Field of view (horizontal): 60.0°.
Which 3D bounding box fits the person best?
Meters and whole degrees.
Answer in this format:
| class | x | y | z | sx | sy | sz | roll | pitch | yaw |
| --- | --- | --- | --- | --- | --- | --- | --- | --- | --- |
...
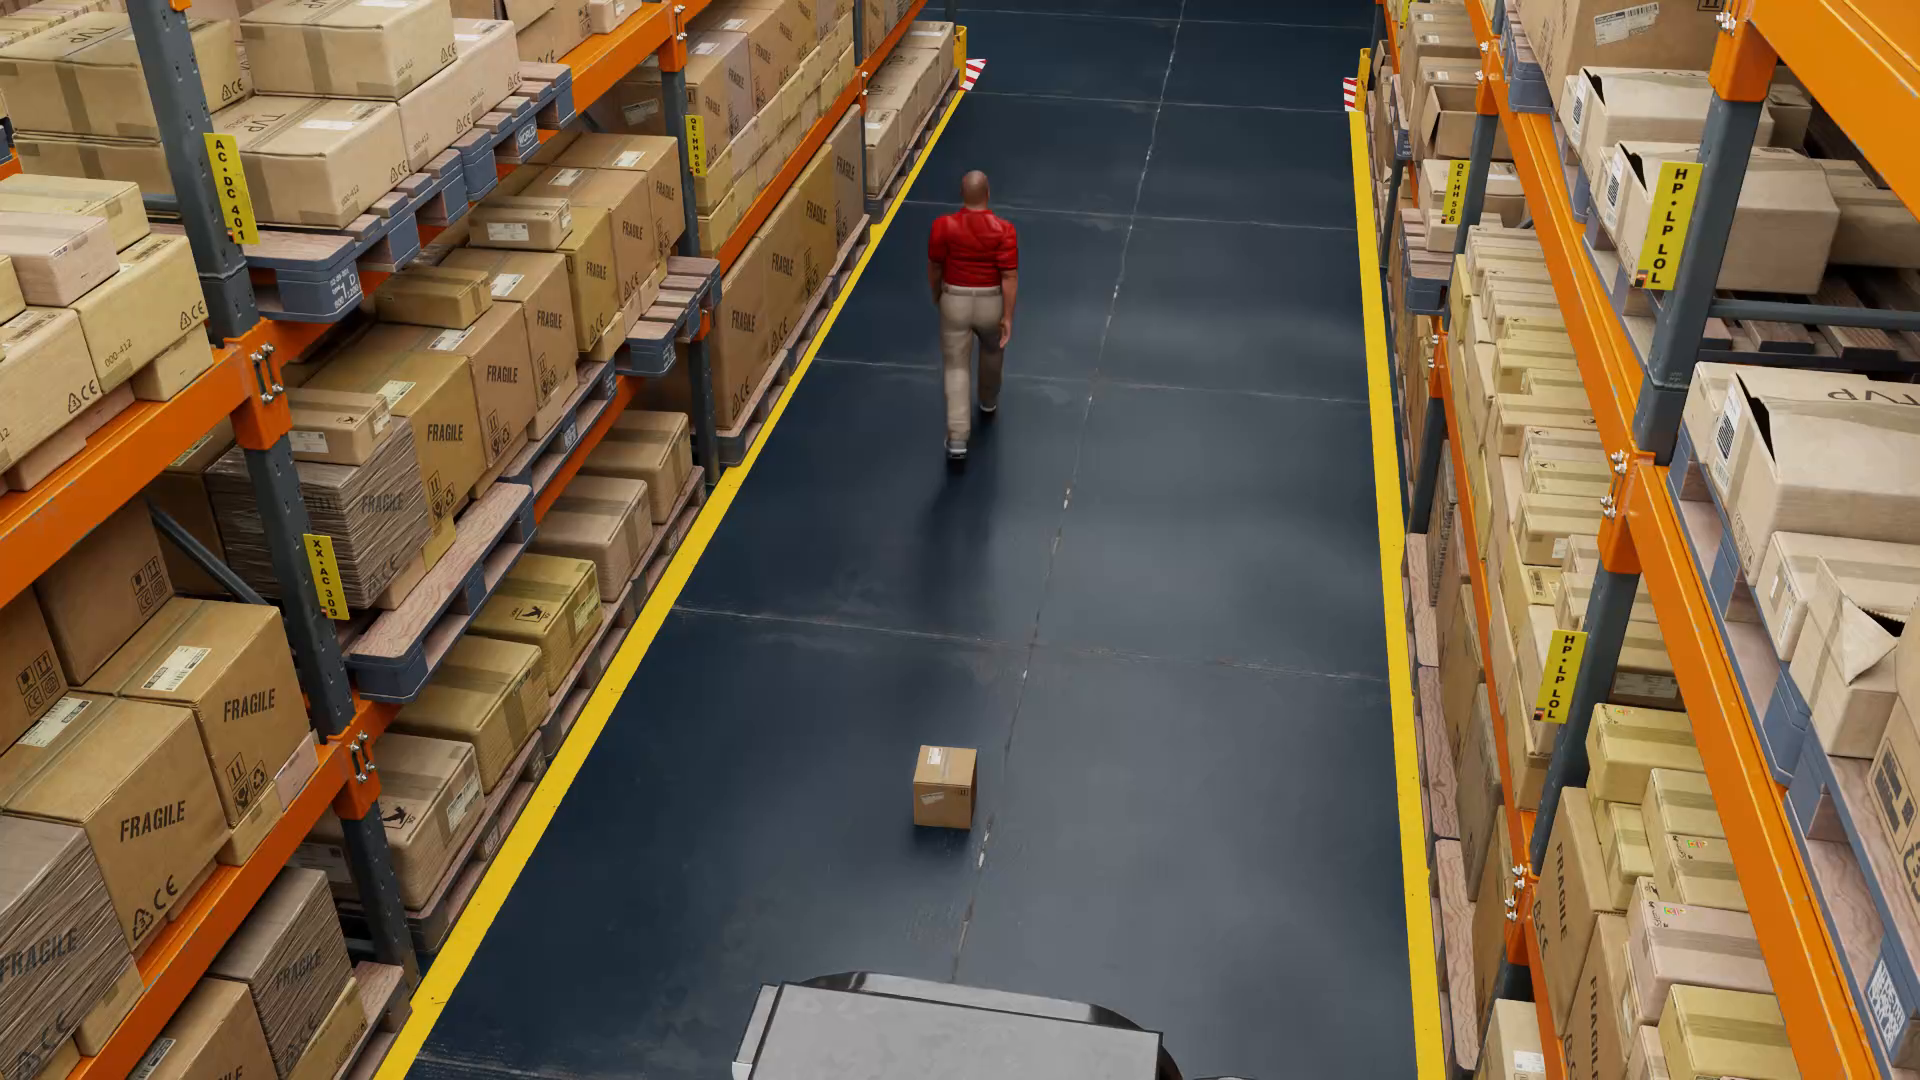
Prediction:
| class | x | y | z | sx | sy | sz | roll | pitch | yaw |
| --- | --- | --- | --- | --- | --- | --- | --- | --- | --- |
| person | 0.072 | -1.404 | 9.883 | 0.535 | 1.672 | 1.054 | 0 | 32 | 0 |
